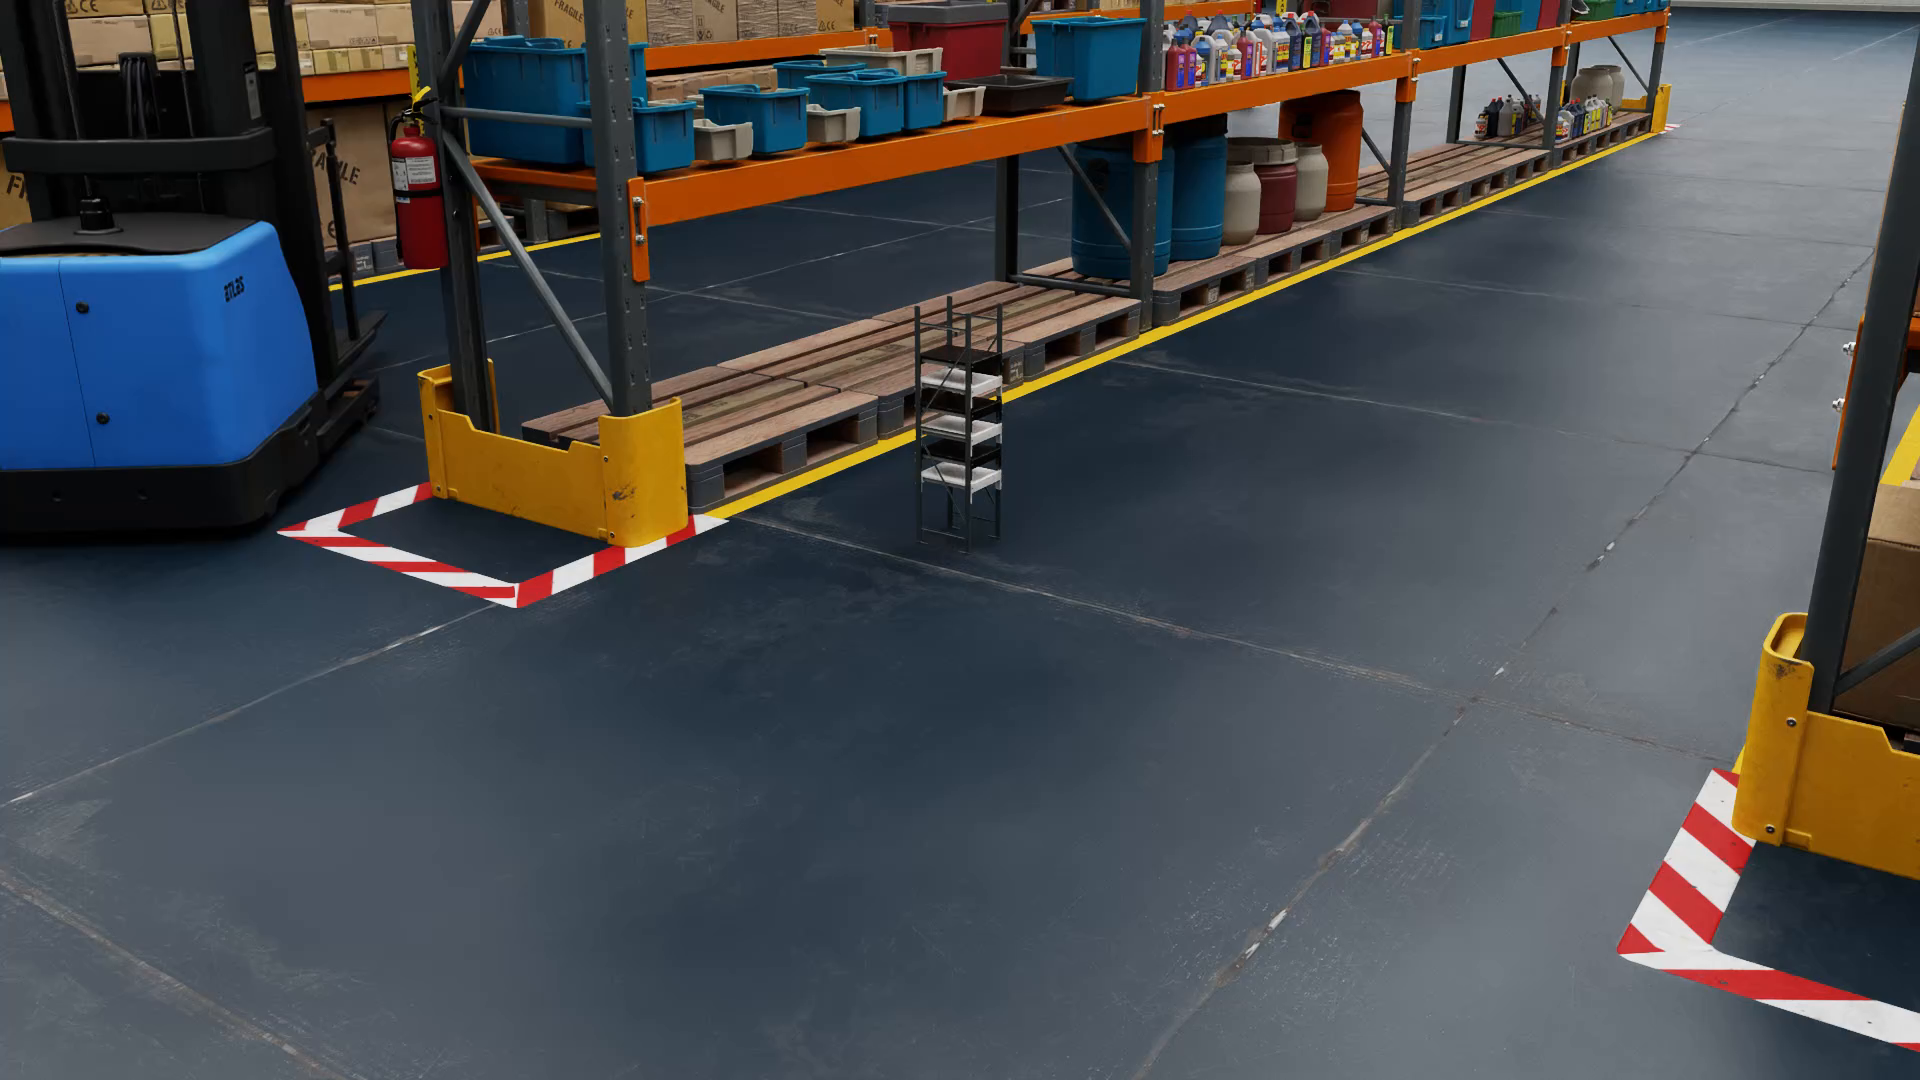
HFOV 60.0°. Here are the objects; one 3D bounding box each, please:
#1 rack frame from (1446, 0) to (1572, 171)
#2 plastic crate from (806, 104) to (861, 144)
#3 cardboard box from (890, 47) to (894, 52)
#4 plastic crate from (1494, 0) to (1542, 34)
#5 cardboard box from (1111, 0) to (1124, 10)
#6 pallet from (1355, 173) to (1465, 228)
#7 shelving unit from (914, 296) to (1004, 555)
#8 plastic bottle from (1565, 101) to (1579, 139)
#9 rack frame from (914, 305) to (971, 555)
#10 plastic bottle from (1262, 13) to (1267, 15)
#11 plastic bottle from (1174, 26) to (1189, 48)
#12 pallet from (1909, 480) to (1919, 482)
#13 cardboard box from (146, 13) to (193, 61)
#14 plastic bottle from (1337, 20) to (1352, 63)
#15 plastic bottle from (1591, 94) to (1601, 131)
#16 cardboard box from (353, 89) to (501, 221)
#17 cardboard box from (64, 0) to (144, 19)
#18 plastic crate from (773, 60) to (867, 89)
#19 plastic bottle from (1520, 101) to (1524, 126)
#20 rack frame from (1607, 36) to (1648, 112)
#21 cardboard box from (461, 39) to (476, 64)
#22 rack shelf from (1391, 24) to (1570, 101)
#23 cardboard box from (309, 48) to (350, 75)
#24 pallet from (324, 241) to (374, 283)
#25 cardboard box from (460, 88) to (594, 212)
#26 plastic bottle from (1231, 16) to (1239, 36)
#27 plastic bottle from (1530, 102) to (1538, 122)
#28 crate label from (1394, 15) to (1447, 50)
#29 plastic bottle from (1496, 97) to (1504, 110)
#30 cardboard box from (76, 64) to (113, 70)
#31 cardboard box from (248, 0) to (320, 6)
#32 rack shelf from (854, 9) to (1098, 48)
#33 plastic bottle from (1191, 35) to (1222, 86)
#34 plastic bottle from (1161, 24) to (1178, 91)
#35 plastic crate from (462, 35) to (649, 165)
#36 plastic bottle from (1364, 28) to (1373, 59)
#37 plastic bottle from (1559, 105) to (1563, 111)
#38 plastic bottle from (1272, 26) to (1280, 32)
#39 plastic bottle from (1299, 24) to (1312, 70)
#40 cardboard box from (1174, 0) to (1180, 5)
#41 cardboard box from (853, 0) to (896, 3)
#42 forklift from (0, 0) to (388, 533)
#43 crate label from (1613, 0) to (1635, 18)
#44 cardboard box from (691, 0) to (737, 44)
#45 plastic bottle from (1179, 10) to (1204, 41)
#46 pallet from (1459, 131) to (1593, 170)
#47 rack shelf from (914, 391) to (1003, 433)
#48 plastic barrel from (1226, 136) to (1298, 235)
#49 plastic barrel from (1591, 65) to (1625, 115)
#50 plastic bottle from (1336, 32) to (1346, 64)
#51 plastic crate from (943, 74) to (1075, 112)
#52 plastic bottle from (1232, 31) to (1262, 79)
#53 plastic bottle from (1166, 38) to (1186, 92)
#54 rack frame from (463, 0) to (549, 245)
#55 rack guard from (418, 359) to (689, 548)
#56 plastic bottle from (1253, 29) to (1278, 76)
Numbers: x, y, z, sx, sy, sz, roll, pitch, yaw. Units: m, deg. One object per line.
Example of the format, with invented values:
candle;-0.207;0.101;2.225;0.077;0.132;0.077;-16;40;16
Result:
rack frame;5.146;-4.984;15.416;1.000;3.000;0.127;13;24;32
plastic crate;-0.558;-1.723;6.892;0.250;0.136;0.298;13;24;32
cardboard box;-1.073;-7.087;23.558;0.875;0.875;0.875;13;24;32
plastic crate;4.784;-4.600;14.399;0.392;0.384;0.575;13;24;32
cardboard box;1.571;-5.904;18.266;0.380;0.149;0.250;13;24;32
pallet;3.365;-2.743;13.377;1.003;0.211;1.213;13;24;32
shelving unit;-0.005;-0.420;6.103;0.258;0.900;0.210;13;24;32
plastic bottle;5.943;-4.099;16.206;0.144;0.351;0.185;14;25;33
rack frame;-0.062;-0.391;6.024;0.240;0.900;0.006;13;24;32
plastic bottle;2.165;-3.635;11.937;0.061;0.283;0.133;13;24;32
plastic bottle;1.412;-3.140;10.616;0.097;0.271;0.097;0;20;0
pallet;3.672;0.135;5.597;1.003;0.211;1.213;13;24;32
cardboard box;-4.630;-2.955;9.718;0.500;0.250;0.500;12;24;30
plastic bottle;2.595;-3.369;11.236;0.097;0.271;0.097;0;20;0
plastic bottle;6.393;-4.328;16.827;0.144;0.351;0.185;14;25;34
cardboard box;-3.884;-2.681;11.648;0.875;0.875;0.875;13;24;32
cardboard box;-4.921;-3.156;9.181;0.500;0.500;0.500;13;24;31
plastic crate;-0.657;-2.130;7.854;0.416;0.233;0.300;13;24;32
plastic bottle;5.659;-4.293;16.827;0.061;0.283;0.133;13;24;32
rack frame;7.392;-6.132;18.520;0.949;2.616;0.053;13;24;32
cardboard box;-3.492;-3.311;11.256;0.380;0.149;0.250;14;24;33
rack shelf;4.022;-4.073;13.989;1.077;0.370;4.000;13;24;32
cardboard box;-4.070;-3.017;10.459;0.380;0.149;0.250;13;24;31
pallet;-4.624;-1.792;10.807;1.003;0.211;1.213;13;24;32
cardboard box;-3.104;-3.043;12.624;1.225;0.875;0.875;13;24;32
plastic bottle;1.884;-3.492;11.550;0.061;0.283;0.133;13;24;32
plastic bottle;6.060;-4.537;17.605;0.097;0.201;0.097;0;20;0
crate label;3.445;-3.806;12.471;0.303;0.233;0.416;13;24;32
plastic bottle;5.378;-4.244;16.599;0.144;0.351;0.185;12;23;29
cardboard box;-4.936;-2.574;9.262;0.380;0.149;0.250;13;24;31
cardboard box;-4.500;-3.698;10.645;0.500;0.500;0.500;12;24;30
rack shelf;-0.074;-5.039;16.601;1.077;0.370;4.000;13;24;32
plastic bottle;1.430;-2.794;9.674;0.152;0.276;0.135;13;24;32
plastic bottle;1.138;-2.715;9.352;0.144;0.351;0.185;13;24;32
plastic crate;-1.565;-1.718;6.449;0.616;0.435;0.499;13;24;32
plastic bottle;2.814;-3.448;11.550;0.097;0.201;0.097;0;20;0
plastic bottle;5.824;-4.127;16.282;0.144;0.351;0.185;13;24;32
plastic bottle;2.241;-3.530;11.772;0.097;0.201;0.097;0;20;0
plastic bottle;2.202;-3.163;10.661;0.061;0.283;0.133;13;24;32
cardboard box;2.355;-6.349;19.467;0.380;0.149;0.250;13;24;32
cardboard box;-0.928;-5.209;15.274;0.500;0.500;0.500;10;23;25
forklift;-3.290;-1.866;7.084;1.130;2.935;3.031;-2;20;-5
crate label;6.584;-5.568;16.942;0.502;0.435;0.616;13;24;32
cardboard box;-2.132;-4.222;13.211;0.500;0.500;0.500;14;24;33
plastic bottle;1.515;-3.309;10.959;0.144;0.351;0.185;13;24;32
pallet;5.558;-3.861;16.398;1.003;0.211;1.213;13;24;32
rack shelf;-0.005;-0.473;6.083;0.258;0.077;0.200;13;24;32
plastic barrel;2.002;-2.435;11.394;0.600;0.588;0.708;13;24;32
plastic barrel;7.088;-4.958;18.326;0.421;0.512;0.421;0;20;0
plastic bottle;2.540;-3.309;11.172;0.097;0.201;0.097;0;20;0
plastic crate;0.242;-2.214;8.238;0.437;0.125;0.590;13;24;32
plastic bottle;1.745;-2.955;10.108;0.152;0.276;0.135;13;24;32
plastic bottle;1.208;-2.656;9.290;0.061;0.283;0.133;13;24;32
rack frame;-3.447;-3.655;11.822;1.000;3.000;0.127;13;24;32
rack guard;-1.602;-0.359;6.516;1.175;0.500;0.348;13;24;32
plastic bottle;1.875;-3.021;10.288;0.152;0.276;0.135;13;24;32
